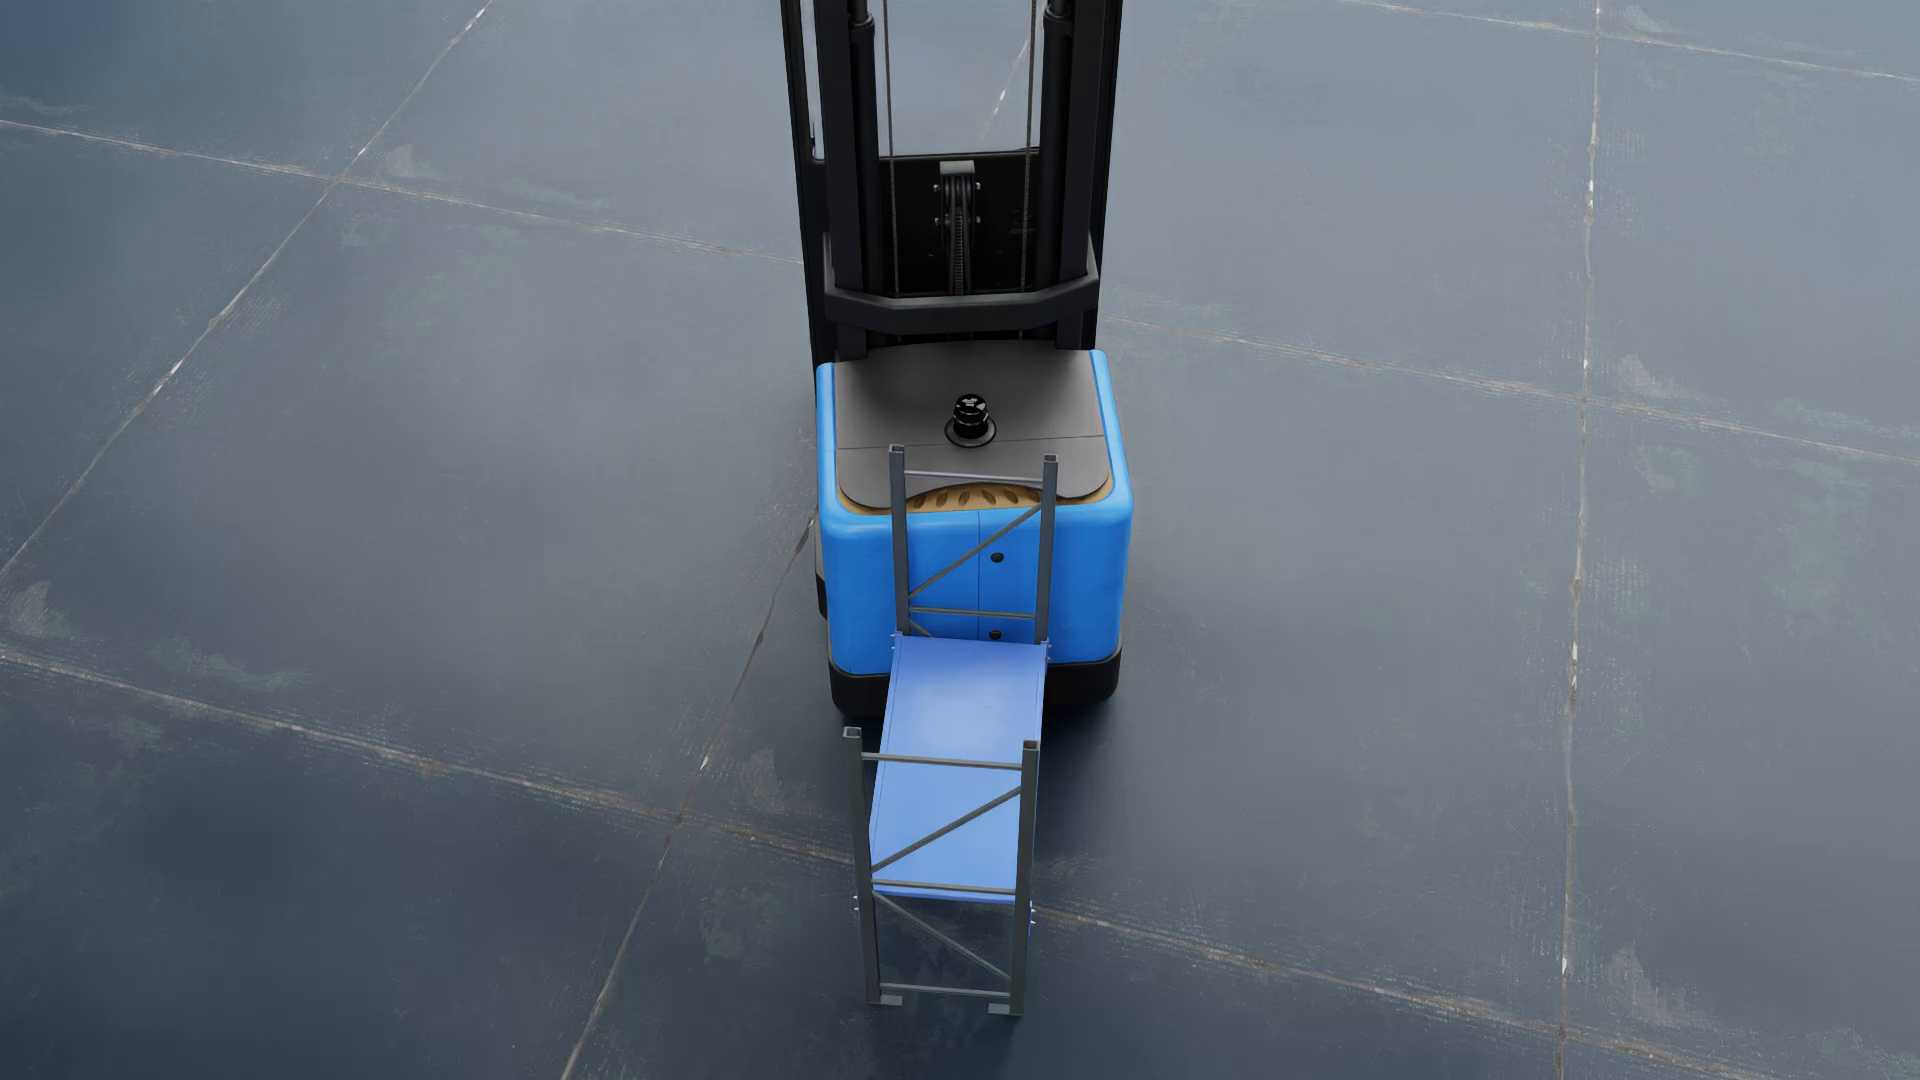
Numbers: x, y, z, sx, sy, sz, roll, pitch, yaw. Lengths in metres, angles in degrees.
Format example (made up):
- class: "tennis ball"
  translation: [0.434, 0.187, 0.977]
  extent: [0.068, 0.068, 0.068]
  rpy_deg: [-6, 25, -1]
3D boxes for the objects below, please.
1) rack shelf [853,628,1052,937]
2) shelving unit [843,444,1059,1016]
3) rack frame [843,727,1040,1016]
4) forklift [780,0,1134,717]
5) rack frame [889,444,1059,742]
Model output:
- class: "rack shelf"
  translation: [-0.004, 0.740, 5.255]
  extent: [0.538, 0.185, 1.000]
  rpy_deg: [4, 49, 3]
- class: "shelving unit"
  translation: [-0.004, 0.621, 5.121]
  extent: [0.538, 1.500, 1.048]
  rpy_deg: [4, 49, 3]
- class: "rack frame"
  translation: [-0.047, 1.001, 4.785]
  extent: [0.500, 1.500, 0.032]
  rpy_deg: [4, 49, 3]
- class: "forklift"
  translation: [-7.893, 2.832, 2.214]
  extent: [17.602, 2.935, 13.267]
  rpy_deg: [-3, 49, -3]
- class: "rack frame"
  translation: [0.040, 0.241, 5.456]
  extent: [0.500, 1.500, 0.032]
  rpy_deg: [4, 49, 3]
